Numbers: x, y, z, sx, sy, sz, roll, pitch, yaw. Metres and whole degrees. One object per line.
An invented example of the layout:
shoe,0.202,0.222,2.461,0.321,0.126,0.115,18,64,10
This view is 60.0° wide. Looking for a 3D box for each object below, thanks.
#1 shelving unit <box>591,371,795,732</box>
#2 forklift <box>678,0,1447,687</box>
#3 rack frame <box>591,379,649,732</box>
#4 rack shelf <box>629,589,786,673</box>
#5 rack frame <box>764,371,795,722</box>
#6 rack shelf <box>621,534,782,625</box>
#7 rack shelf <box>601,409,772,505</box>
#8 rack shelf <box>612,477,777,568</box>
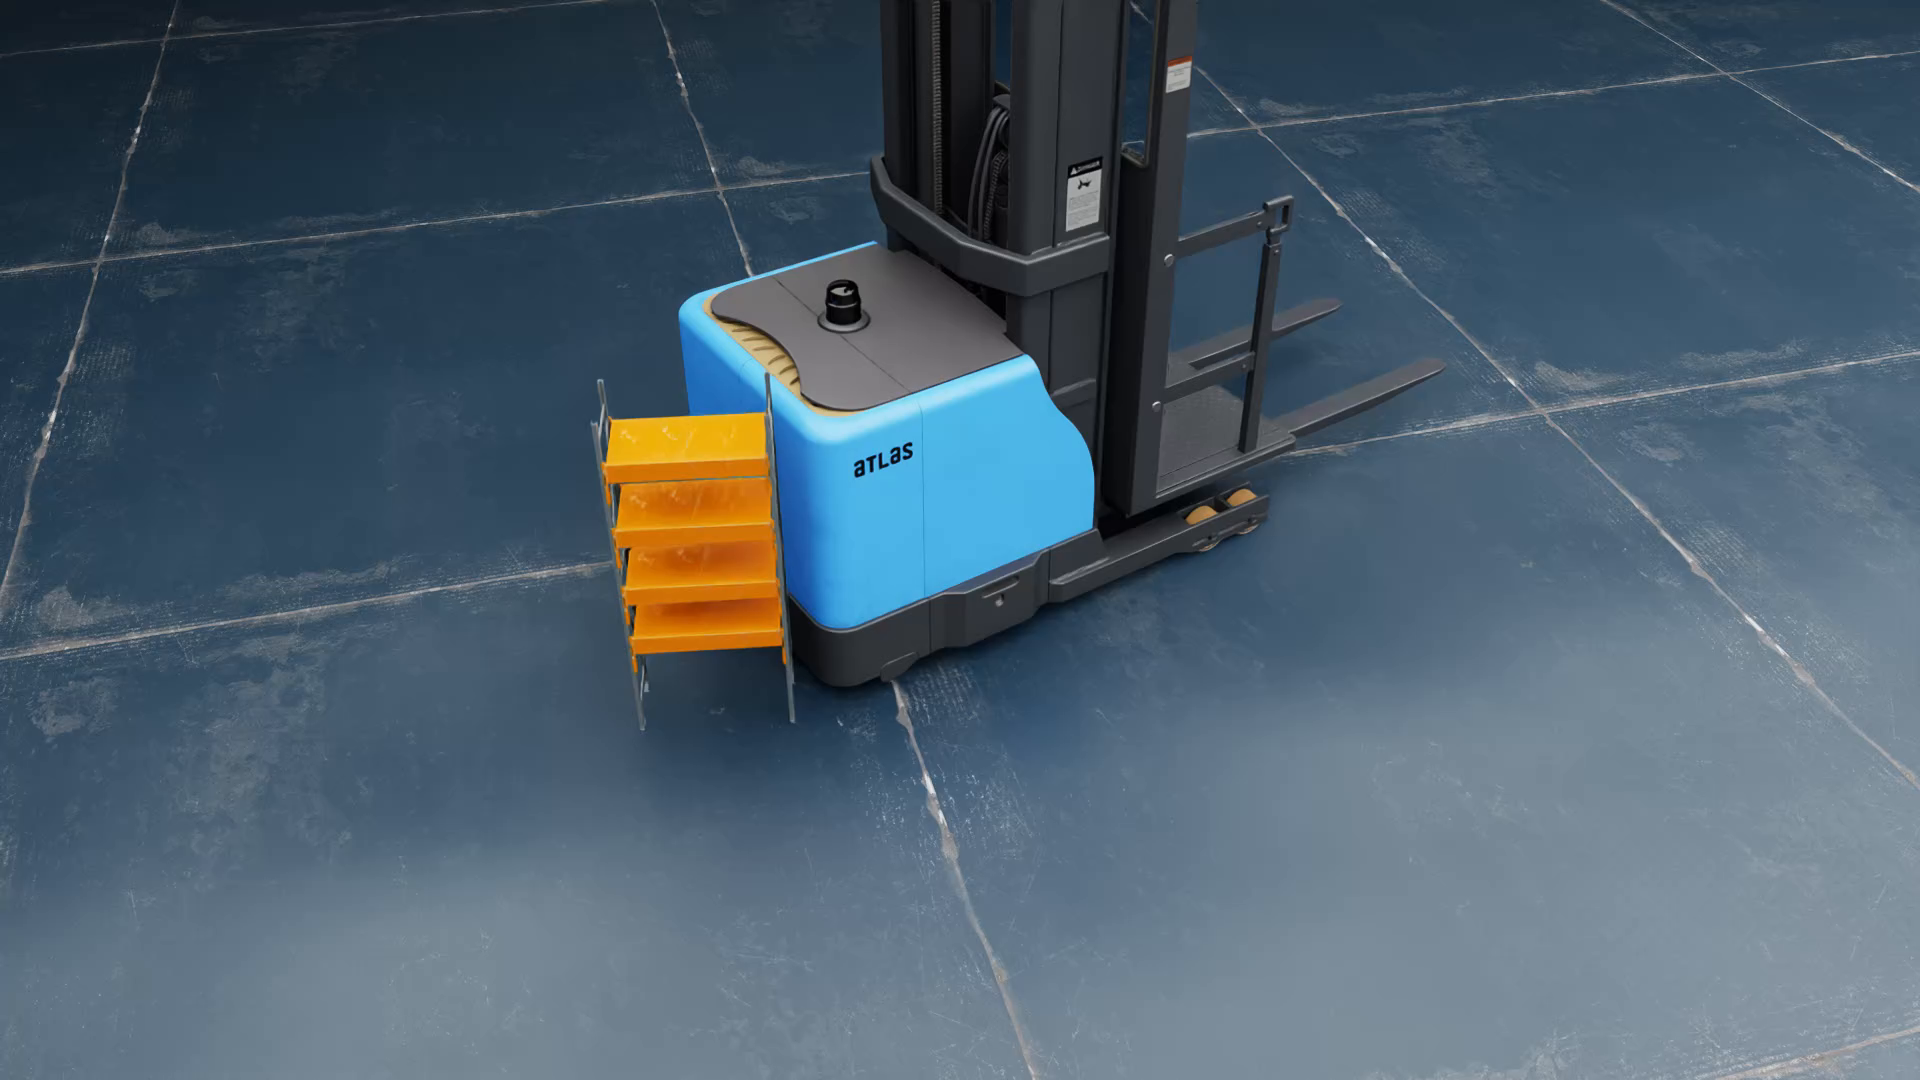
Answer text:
shelving unit,-0.804,0.063,5.180,0.503,1.200,0.258,-3,38,-4
forklift,0.557,-1.368,5.626,3.031,2.935,1.130,-22,43,-26
rack frame,-1.047,0.077,5.162,0.015,1.200,0.240,-3,38,-4
rack shelf,-0.804,0.275,5.341,0.480,0.148,0.258,-3,38,-4
rack frame,-0.561,0.050,5.197,0.015,1.200,0.240,-3,38,-4
rack shelf,-0.804,0.117,5.220,0.480,0.148,0.258,-3,38,-4
rack shelf,-0.804,-0.249,4.941,0.480,0.148,0.258,-3,38,-4
rack shelf,-0.804,-0.061,5.085,0.480,0.148,0.258,-3,38,-4
